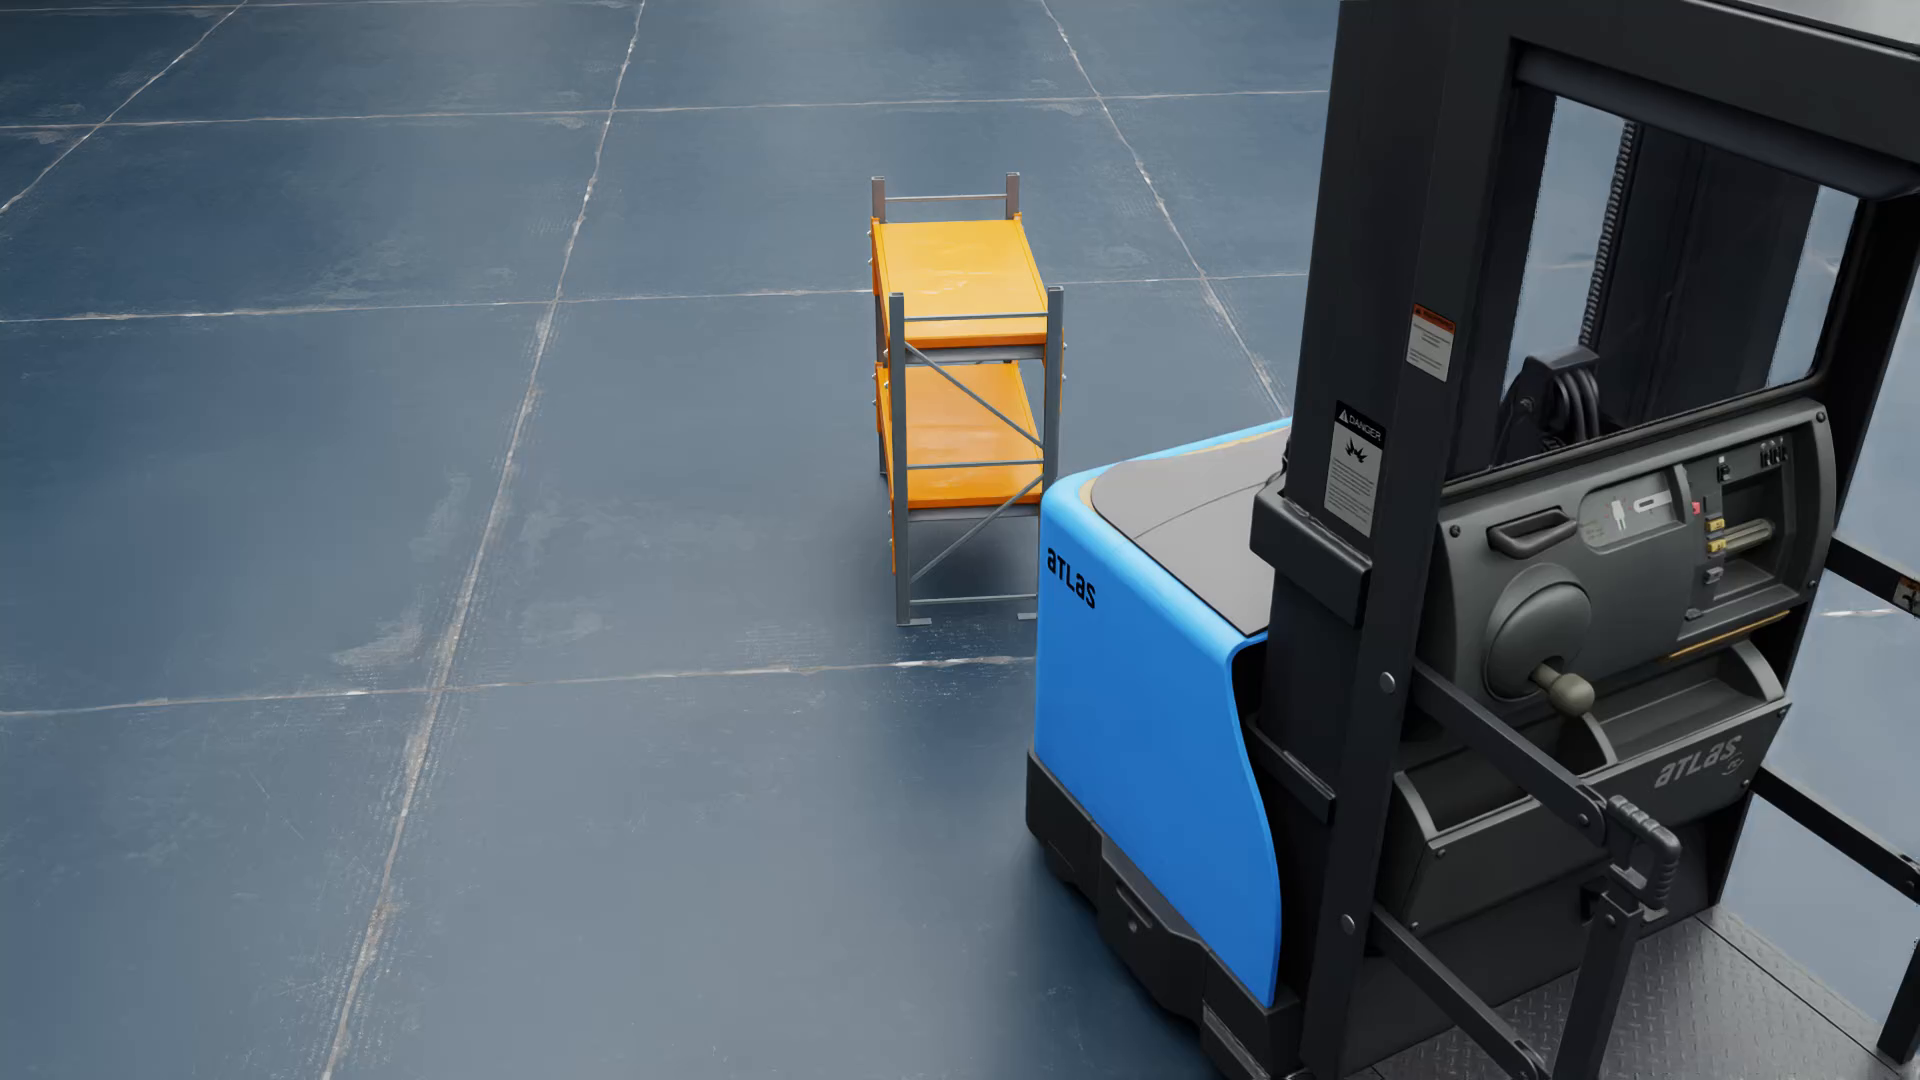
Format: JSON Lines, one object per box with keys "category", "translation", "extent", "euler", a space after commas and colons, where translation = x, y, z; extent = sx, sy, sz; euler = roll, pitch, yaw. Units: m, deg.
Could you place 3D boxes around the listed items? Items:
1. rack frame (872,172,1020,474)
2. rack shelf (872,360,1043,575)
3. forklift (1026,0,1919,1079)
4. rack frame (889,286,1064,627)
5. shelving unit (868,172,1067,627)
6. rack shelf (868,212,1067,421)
{"category": "rack frame", "translation": [-0.048, -0.746, 5.902], "extent": [0.500, 1.125, 0.032], "euler": [-3, 31, -5]}
{"category": "rack shelf", "translation": [-0.001, -0.276, 5.593], "extent": [0.538, 0.278, 1.000], "euler": [-3, 31, -5]}
{"category": "forklift", "translation": [1.308, 0.077, 2.763], "extent": [1.130, 2.935, 3.031], "euler": [-15, 34, -24]}
{"category": "rack frame", "translation": [0.047, -0.227, 5.033], "extent": [0.500, 1.125, 0.032], "euler": [-3, 31, -5]}
{"category": "shelving unit", "translation": [-0.001, -0.486, 5.467], "extent": [0.538, 1.125, 1.048], "euler": [-3, 31, -5]}
{"category": "rack shelf", "translation": [-0.001, -0.738, 5.317], "extent": [0.538, 0.278, 1.000], "euler": [-3, 31, -5]}
